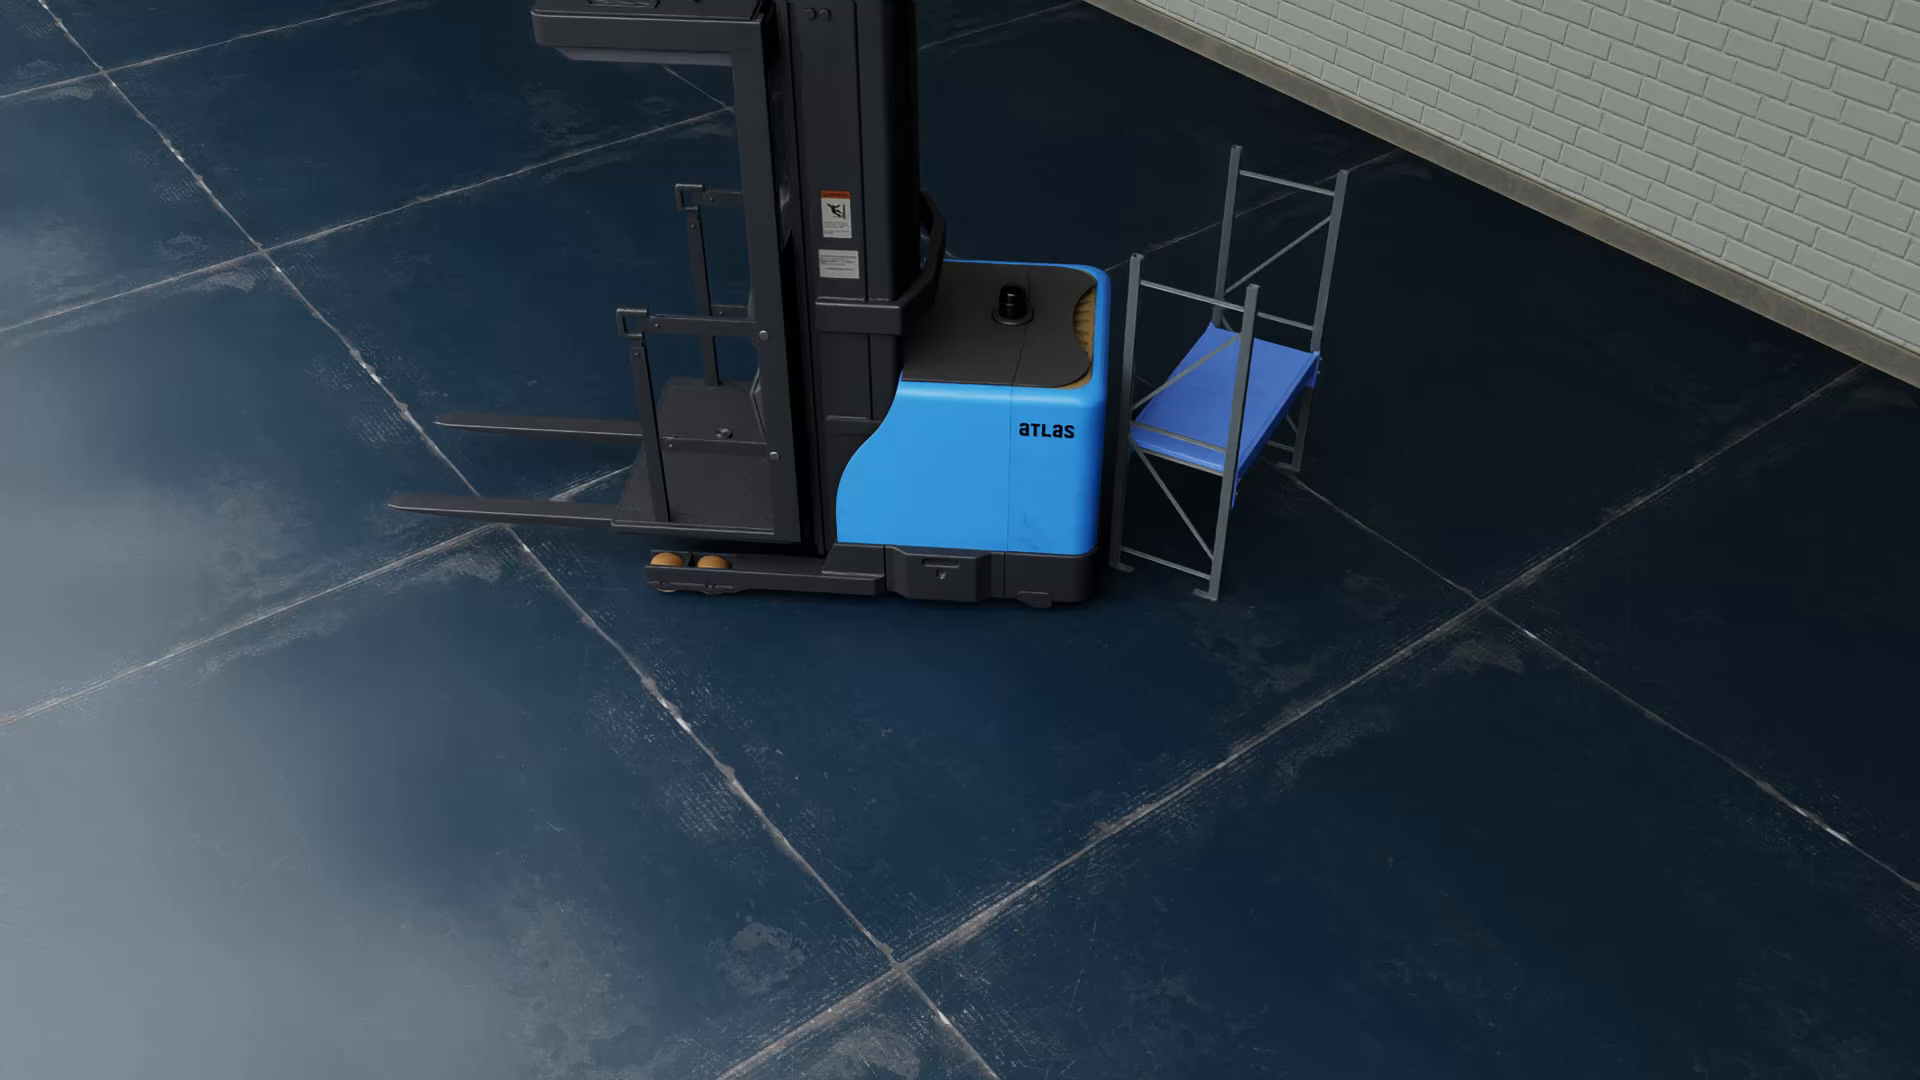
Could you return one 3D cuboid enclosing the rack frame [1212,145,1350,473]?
[{"bbox_3d":[1.345,-0.972,7.252,0.500,1.500,0.032,19,43,22],"label":"rack frame"}]

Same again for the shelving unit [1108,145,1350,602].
[{"bbox_3d":[1.102,-0.688,6.906,0.538,1.500,1.048,19,43,22],"label":"shelving unit"}]

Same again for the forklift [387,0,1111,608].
[{"bbox_3d":[-0.902,-1.233,6.443,3.031,2.935,1.130,3,39,4],"label":"forklift"}]

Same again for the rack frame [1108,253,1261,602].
[{"bbox_3d":[0.860,-0.405,6.561,0.500,1.500,0.032,19,43,22],"label":"rack frame"}]

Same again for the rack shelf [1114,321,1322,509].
[{"bbox_3d":[1.102,-0.549,7.021,0.538,0.185,1.000,19,43,22],"label":"rack shelf"}]
